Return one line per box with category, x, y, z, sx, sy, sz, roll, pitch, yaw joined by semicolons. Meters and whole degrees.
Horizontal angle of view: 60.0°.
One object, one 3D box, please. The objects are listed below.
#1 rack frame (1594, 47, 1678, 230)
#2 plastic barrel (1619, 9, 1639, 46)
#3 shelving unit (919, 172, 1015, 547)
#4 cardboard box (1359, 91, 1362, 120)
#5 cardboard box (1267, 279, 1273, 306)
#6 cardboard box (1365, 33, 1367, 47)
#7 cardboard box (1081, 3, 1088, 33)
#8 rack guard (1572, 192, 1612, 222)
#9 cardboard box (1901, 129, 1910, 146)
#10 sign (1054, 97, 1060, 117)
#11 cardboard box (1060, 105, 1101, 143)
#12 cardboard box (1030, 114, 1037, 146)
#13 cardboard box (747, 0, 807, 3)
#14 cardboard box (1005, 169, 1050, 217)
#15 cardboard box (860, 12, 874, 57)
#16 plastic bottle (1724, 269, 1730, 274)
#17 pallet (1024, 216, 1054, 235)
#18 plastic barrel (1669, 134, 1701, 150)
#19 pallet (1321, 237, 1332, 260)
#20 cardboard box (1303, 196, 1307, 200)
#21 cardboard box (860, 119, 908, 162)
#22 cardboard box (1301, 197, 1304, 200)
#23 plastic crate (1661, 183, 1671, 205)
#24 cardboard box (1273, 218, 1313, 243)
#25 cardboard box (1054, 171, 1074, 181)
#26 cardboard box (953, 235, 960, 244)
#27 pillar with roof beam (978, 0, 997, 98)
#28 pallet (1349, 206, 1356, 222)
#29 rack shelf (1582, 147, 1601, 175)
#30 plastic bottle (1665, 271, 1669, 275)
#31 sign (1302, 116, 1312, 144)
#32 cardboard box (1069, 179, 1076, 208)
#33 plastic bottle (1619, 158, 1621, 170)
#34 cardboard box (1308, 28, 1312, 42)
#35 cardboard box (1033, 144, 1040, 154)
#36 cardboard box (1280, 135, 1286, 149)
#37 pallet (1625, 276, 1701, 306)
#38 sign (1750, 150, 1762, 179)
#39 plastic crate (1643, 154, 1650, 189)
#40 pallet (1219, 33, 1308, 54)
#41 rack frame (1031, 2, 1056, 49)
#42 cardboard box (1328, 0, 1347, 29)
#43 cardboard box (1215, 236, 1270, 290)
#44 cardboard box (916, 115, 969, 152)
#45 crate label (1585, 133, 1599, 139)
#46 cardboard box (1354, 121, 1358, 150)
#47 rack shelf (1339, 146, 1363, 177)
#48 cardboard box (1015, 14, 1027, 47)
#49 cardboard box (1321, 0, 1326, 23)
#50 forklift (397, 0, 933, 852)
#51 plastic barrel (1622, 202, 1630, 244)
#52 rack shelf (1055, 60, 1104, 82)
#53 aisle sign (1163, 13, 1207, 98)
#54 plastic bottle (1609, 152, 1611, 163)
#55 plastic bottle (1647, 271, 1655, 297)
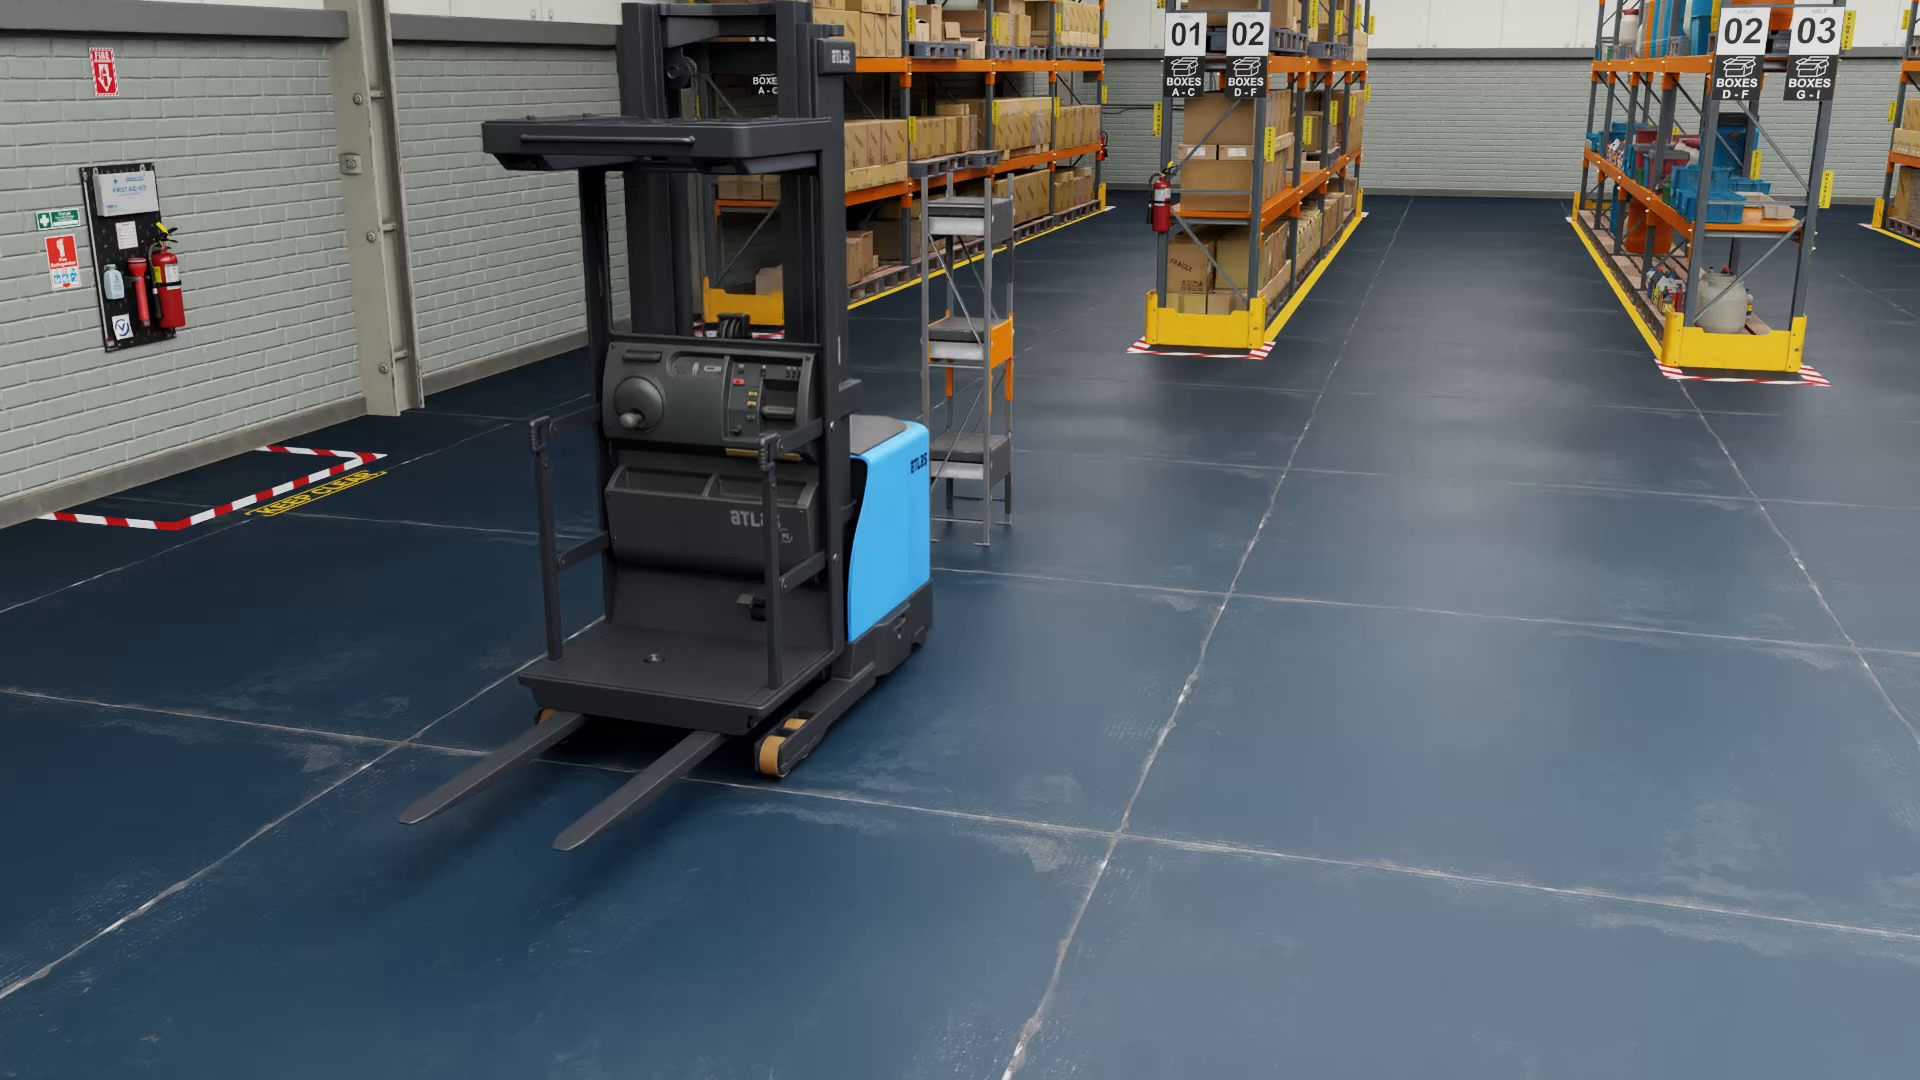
rack frame;10.636;-6.190;26.156;1.000;3.000;0.127;5;16;16
plastic barrel;10.247;-7.782;25.254;0.433;0.535;0.433;0;16;0
shelving unit;0.047;-1.053;9.696;0.431;2.100;0.503;5;16;16
cardboard box;6.877;-7.745;29.622;0.500;0.500;0.500;5;17;17
cardboard box;3.125;-2.700;18.120;0.500;0.250;0.500;5;16;16
cardboard box;7.124;-9.079;30.202;0.500;0.250;0.500;5;16;16
cardboard box;2.035;-9.507;30.300;0.500;0.500;0.500;4;16;13
rack guard;11.768;-6.041;30.212;1.175;0.500;0.348;5;16;16
cardboard box;15.985;-6.682;27.621;0.500;0.250;0.500;4;16;15
sign;1.661;-7.438;28.578;0.100;0.325;0.005;5;16;16
cardboard box;2.139;-8.015;32.040;0.980;0.700;0.700;5;17;18
cardboard box;0.962;-6.754;27.378;0.500;0.500;0.500;5;16;16
cardboard box;-1.930;-5.883;17.523;0.500;0.500;0.500;3;16;12
cardboard box;1.078;-5.946;28.465;0.750;0.750;0.750;5;17;17
cardboard box;-1.319;-5.936;19.542;0.500;0.500;0.500;4;16;14
plastic bottle;8.402;-2.793;18.228;0.144;0.351;0.185;4;16;13
pallet;0.991;-5.409;28.513;1.003;0.211;1.213;5;16;16
plastic barrel;9.658;-5.064;21.937;0.600;0.536;0.708;5;16;16
pallet;5.000;-4.379;24.883;1.003;0.211;1.213;5;16;16
cardboard box;5.227;-5.206;26.461;0.500;0.500;0.500;5;17;17
cardboard box;-0.973;-5.016;20.880;0.500;0.500;0.500;5;16;16
cardboard box;5.091;-5.444;25.928;0.500;0.250;0.500;4;16;15
plastic crate;7.707;-3.662;17.631;0.450;0.188;0.662;5;16;16
cardboard box;4.407;-4.122;22.107;0.500;0.311;0.500;5;17;17
cardboard box;1.869;-6.670;30.469;0.380;0.149;0.250;4;16;14
cardboard box;-0.411;-4.603;24.334;0.700;0.500;0.500;5;16;16
pillar with roof beam;4.635;-9.761;27.751;9.100;9.000;0.400;5;16;16
pallet;6.778;-6.051;30.778;1.003;0.211;1.213;5;16;16
rack shelf;11.205;-6.367;28.099;1.077;0.370;4.000;5;16;16
plastic bottle;7.889;-2.858;18.579;0.061;0.283;0.133;5;16;16
sign;4.148;-4.894;19.855;0.100;0.325;0.005;5;16;16
cardboard box;1.743;-6.411;30.745;0.700;0.500;0.500;5;17;17
plastic bottle;9.405;-5.352;23.567;0.097;0.201;0.097;0;16;0
cardboard box;4.372;-6.691;21.931;0.500;0.250;0.500;4;16;15
cardboard box;1.129;-6.531;27.781;0.380;0.149;0.250;5;16;16
cardboard box;3.525;-4.552;19.011;0.380;0.149;0.250;5;16;16
pallet;8.549;-2.964;19.892;1.003;0.211;1.213;5;16;16
sign;8.887;-4.185;18.578;0.100;0.325;0.005;5;16;16
plastic crate;8.378;-4.402;19.881;0.392;0.384;0.575;5;16;16
pallet;3.397;-5.657;18.943;1.003;0.211;1.213;5;16;16
rack frame;1.138;-9.844;28.046;1.000;3.000;0.127;5;16;16
cardboard box;5.990;-8.677;27.413;0.700;0.500;0.500;5;16;16
cardboard box;2.984;-2.930;17.556;0.500;0.500;0.500;5;16;16
cardboard box;-0.256;-5.899;24.142;0.700;0.500;0.500;3;16;11
crate label;11.387;-7.146;29.722;0.416;0.233;0.303;5;16;16
cardboard box;6.724;-7.133;29.299;0.500;0.500;0.500;4;16;15
rack shelf;6.457;-6.752;29.456;1.077;0.370;4.000;5;16;16
cardboard box;0.686;-8.289;27.069;0.700;0.500;0.500;4;16;15
cardboard box;5.027;-7.748;24.136;0.500;0.500;0.500;5;16;16
forklift;-1.098;-0.600;6.575;1.130;2.935;3.031;5;17;19
plastic barrel;9.943;-4.610;24.236;0.600;0.588;0.708;5;16;16
rack shelf;1.706;-8.578;30.398;1.077;0.370;4.000;5;16;16
aisle sign;2.178;-4.692;16.110;0.394;0.787;0.004;5;16;16
plastic bottle;9.921;-5.828;25.244;0.097;0.201;0.097;0;16;0
plastic bottle;7.787;-2.862;18.609;0.152;0.276;0.135;5;17;18
